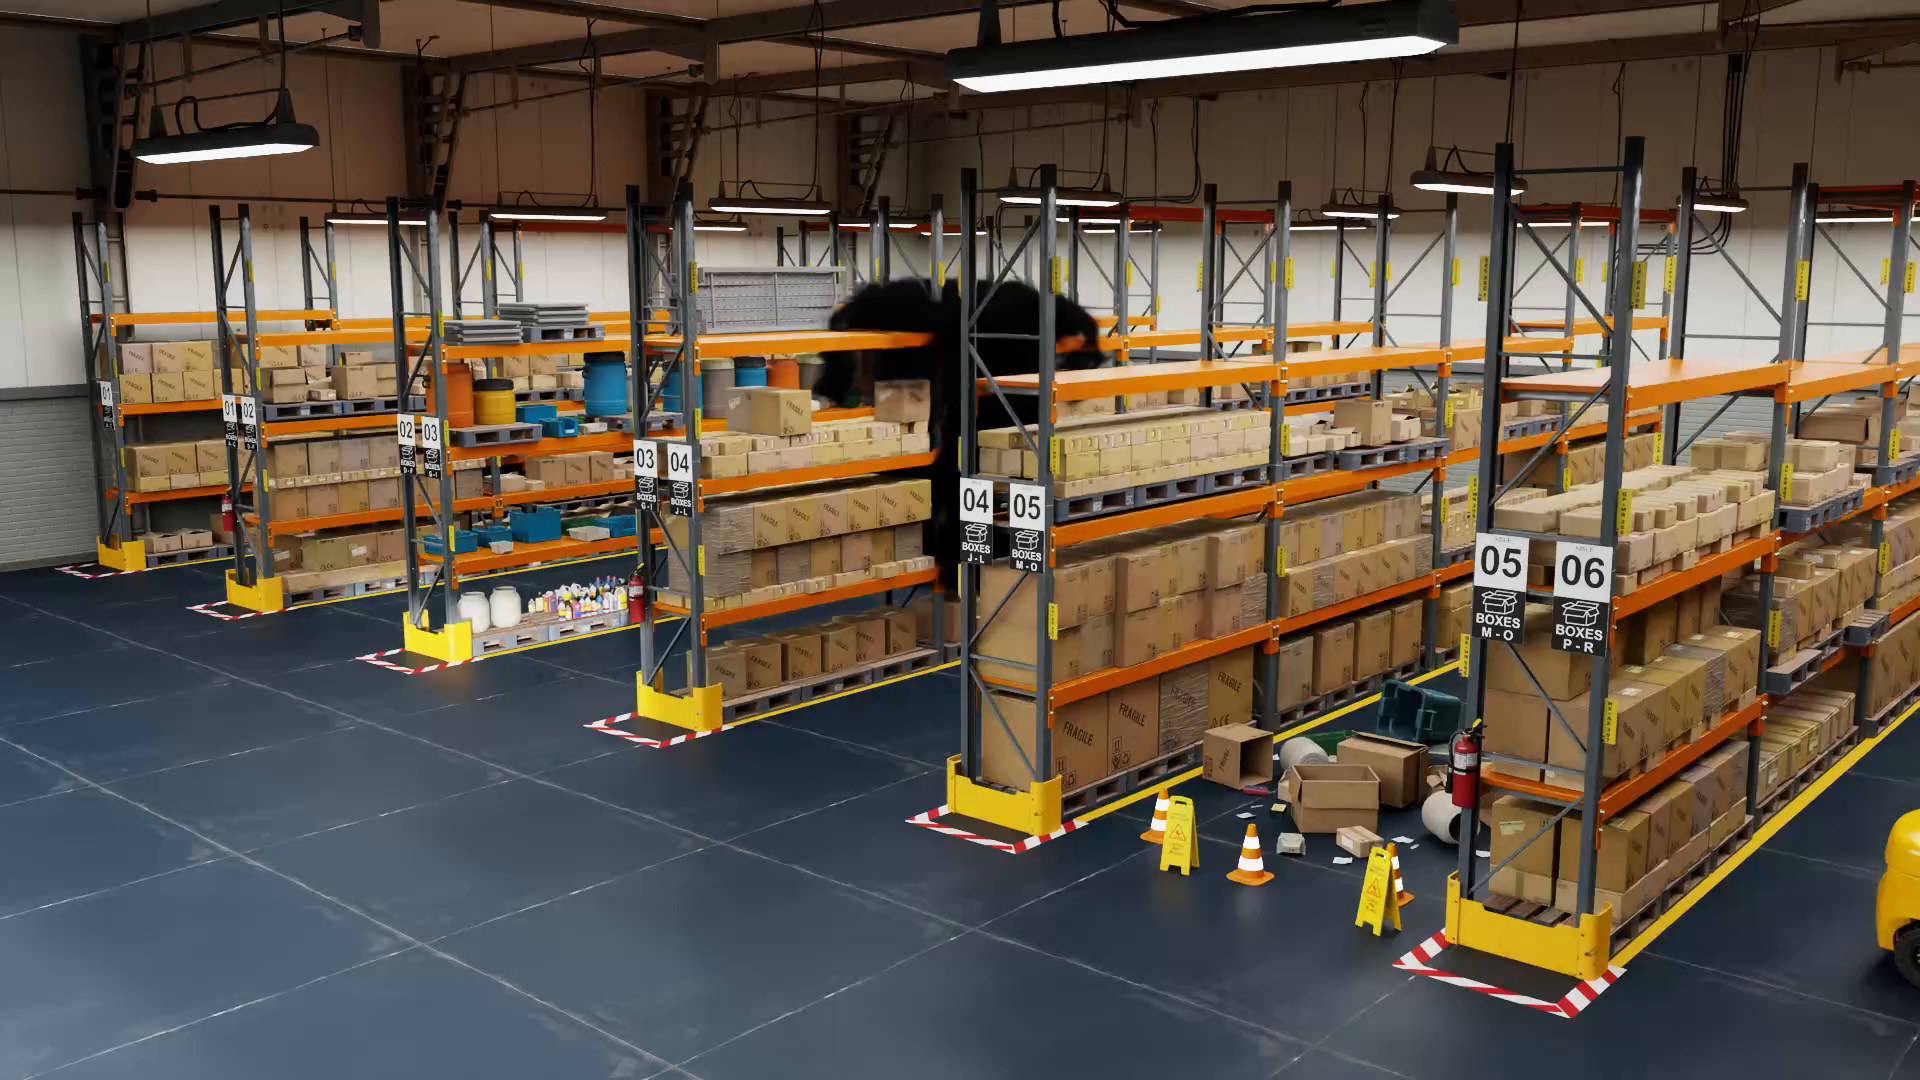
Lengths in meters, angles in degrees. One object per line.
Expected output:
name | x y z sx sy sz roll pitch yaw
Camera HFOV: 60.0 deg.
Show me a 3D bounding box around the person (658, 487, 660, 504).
person | -6.295 -1.399 34.585 0.653 1.680 0.569 8 12 39
